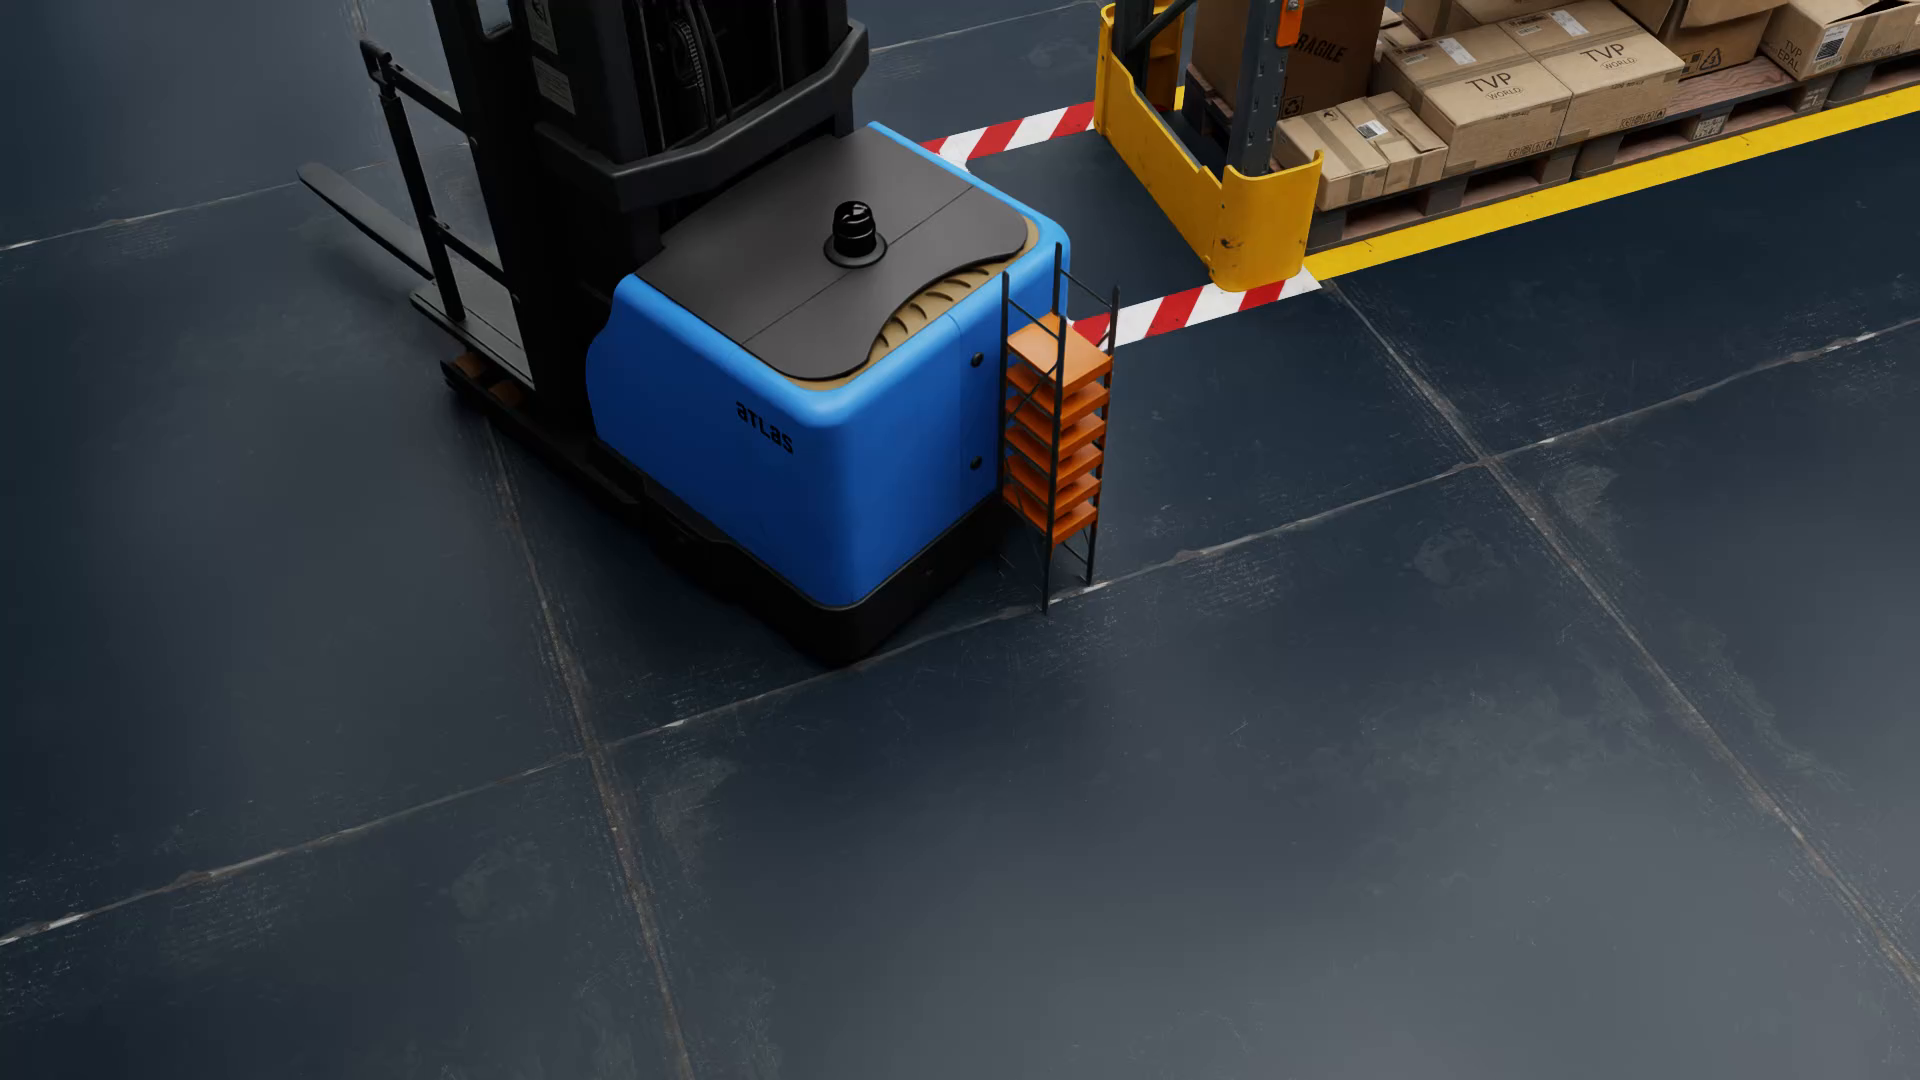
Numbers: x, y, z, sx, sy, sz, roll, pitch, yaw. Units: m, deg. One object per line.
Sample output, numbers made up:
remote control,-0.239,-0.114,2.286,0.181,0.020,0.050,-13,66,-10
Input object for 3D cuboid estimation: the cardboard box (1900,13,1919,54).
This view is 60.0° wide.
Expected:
cardboard box,3.783,-2.145,6.704,0.250,0.149,0.380,-17,52,-14

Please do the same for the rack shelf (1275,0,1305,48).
rack shelf,2.676,-2.635,6.010,4.000,0.370,1.077,-17,52,-14

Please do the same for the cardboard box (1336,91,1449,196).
cardboard box,1.574,-1.466,6.109,0.250,0.166,0.380,-17,52,-14

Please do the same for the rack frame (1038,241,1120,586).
rack frame,0.327,-0.318,4.732,0.006,1.200,0.240,-32,57,-25

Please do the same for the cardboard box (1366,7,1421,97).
cardboard box,1.644,-1.898,6.480,0.250,0.166,0.380,-17,52,-14

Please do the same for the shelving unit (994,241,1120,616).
shelving unit,0.257,-0.274,4.694,0.189,1.200,0.258,-32,57,-25

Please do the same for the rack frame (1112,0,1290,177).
rack frame,0.825,-2.295,5.244,0.127,3.000,1.000,-17,52,-14

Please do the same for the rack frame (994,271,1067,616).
rack frame,0.187,-0.229,4.656,0.006,1.200,0.240,-32,57,-25

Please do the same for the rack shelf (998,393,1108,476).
rack shelf,0.257,-0.323,4.637,0.180,0.103,0.258,-32,57,-25

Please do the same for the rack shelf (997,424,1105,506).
rack shelf,0.257,-0.245,4.728,0.180,0.103,0.258,-32,57,-25

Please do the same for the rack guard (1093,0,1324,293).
rack guard,0.895,-1.503,6.211,0.348,0.500,1.175,-17,52,-14

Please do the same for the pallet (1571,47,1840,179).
pallet,2.761,-1.985,6.816,1.213,0.211,1.003,-17,52,-14

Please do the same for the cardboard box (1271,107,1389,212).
cardboard box,1.342,-1.389,6.055,0.250,0.149,0.380,-17,52,-14

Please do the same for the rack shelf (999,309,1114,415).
rack shelf,0.258,-0.479,4.455,0.180,0.103,0.258,-32,57,-25

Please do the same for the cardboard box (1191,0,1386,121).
cardboard box,1.235,-1.953,6.308,0.500,0.500,0.500,-17,52,-14

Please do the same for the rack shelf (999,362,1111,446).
rack shelf,0.257,-0.401,4.546,0.180,0.103,0.258,-32,57,-25

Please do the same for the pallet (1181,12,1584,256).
pallet,1.633,-1.638,6.518,1.213,0.211,1.003,-17,52,-14

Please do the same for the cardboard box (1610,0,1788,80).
cardboard box,2.791,-2.230,6.544,0.637,0.503,0.797,-17,52,-14

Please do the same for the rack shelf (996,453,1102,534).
rack shelf,0.257,-0.167,4.819,0.180,0.103,0.258,-32,57,-25

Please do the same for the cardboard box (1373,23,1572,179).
cardboard box,1.898,-1.643,6.206,0.500,0.250,0.500,-17,52,-14

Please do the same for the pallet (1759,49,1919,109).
pallet,3.892,-2.338,7.119,1.213,0.211,1.003,-17,52,-14

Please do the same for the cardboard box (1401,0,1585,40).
cardboard box,2.126,-2.123,6.619,0.500,0.250,0.500,-17,52,-14

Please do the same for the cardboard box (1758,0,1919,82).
cardboard box,3.413,-2.132,6.586,0.500,0.311,0.500,-17,52,-14

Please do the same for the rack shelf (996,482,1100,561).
rack shelf,0.257,-0.089,4.910,0.180,0.103,0.258,-32,57,-25

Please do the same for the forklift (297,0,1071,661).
forklift,-1.105,-1.589,4.683,3.031,2.935,1.130,35,58,26

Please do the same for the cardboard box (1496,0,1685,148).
cardboard box,2.361,-1.787,6.329,0.500,0.250,0.500,-17,52,-14
